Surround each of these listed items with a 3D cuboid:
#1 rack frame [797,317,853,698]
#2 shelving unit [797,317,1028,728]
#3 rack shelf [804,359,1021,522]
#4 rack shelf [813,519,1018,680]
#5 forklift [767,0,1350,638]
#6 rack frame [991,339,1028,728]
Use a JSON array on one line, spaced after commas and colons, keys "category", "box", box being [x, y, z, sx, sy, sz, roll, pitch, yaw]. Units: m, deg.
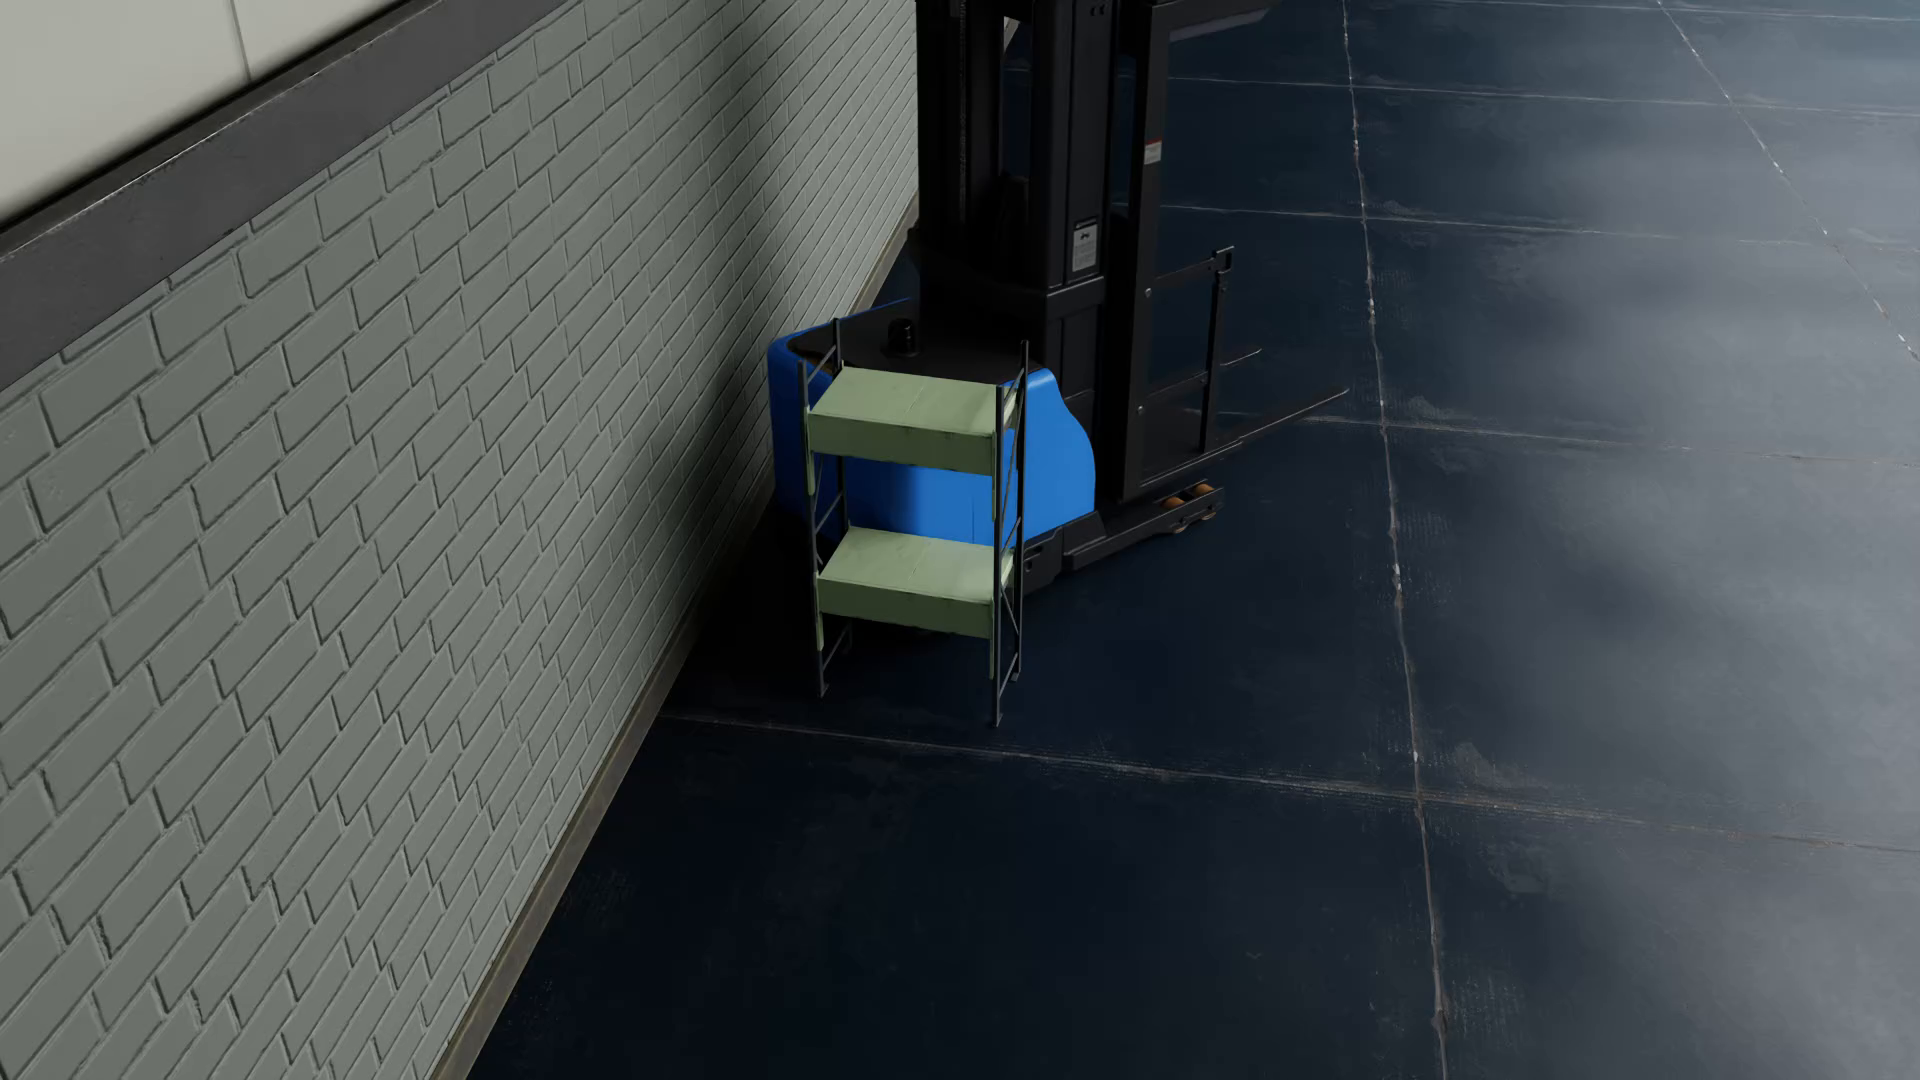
[{"category": "rack frame", "box": [-0.518, -0.099, 6.495, 0.023, 1.500, 0.400, 8, 33, 13]}, {"category": "shelving unit", "box": [-0.165, -0.048, 6.413, 0.755, 1.500, 0.431, 8, 33, 13]}, {"category": "rack shelf", "box": [-0.165, -0.379, 6.206, 0.720, 0.370, 0.431, 8, 33, 13]}, {"category": "rack shelf", "box": [-0.165, 0.228, 6.586, 0.720, 0.370, 0.431, 8, 33, 13]}, {"category": "forklift", "box": [0.626, -1.470, 7.336, 3.031, 2.935, 1.130, -23, 39, -32]}, {"category": "rack frame", "box": [0.188, 0.003, 6.331, 0.023, 1.500, 0.400, 8, 33, 13]}]
